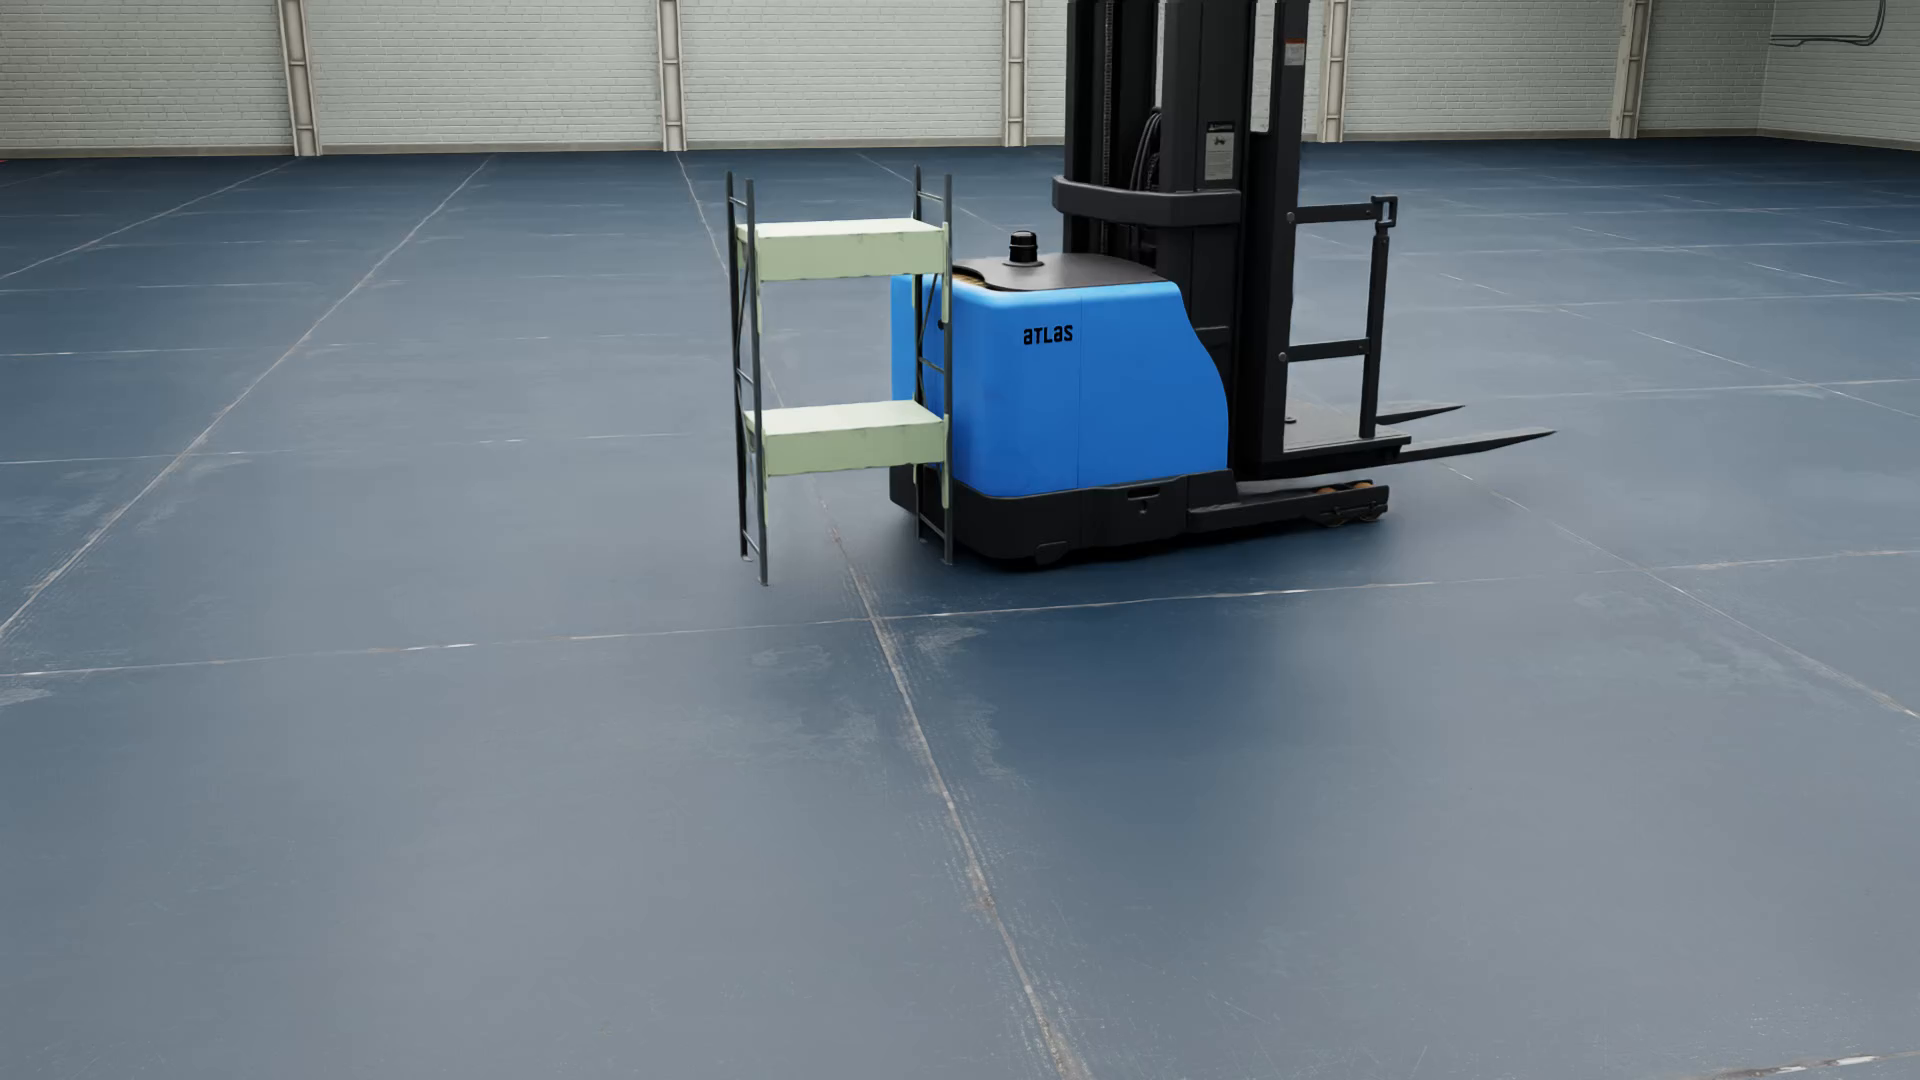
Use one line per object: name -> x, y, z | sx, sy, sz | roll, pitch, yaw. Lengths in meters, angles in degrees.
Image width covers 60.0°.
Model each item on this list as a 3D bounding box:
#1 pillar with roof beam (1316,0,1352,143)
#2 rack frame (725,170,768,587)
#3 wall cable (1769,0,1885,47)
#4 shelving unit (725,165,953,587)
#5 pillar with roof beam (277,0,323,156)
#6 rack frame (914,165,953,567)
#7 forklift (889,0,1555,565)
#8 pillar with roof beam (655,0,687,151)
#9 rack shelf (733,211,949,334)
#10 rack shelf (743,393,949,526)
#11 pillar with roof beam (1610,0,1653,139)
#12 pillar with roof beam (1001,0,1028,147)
pillar with roof beam -> 7.674, -10.458, 25.536 | 0.400, 9.000, 9.100 | -3, 17, -10
rack frame -> -0.796, -0.598, 6.203 | 0.023, 1.500, 0.400 | -6, 18, -18
wall cable -> 15.892, -10.332, 30.413 | 0.112, 2.526, 3.097 | -3, 17, -10
shelving unit -> -0.450, -0.633, 6.317 | 0.755, 1.500, 0.431 | -6, 18, -18
pillar with roof beam -> -9.999, -9.456, 22.272 | 0.400, 9.000, 9.100 | -3, 17, -10
rack frame -> -0.104, -0.668, 6.431 | 0.023, 1.500, 0.400 | -6, 18, -18
forklift -> 1.253, -1.583, 6.973 | 3.031, 2.935, 1.130 | -8, 19, -25
pillar with roof beam -> -4.108, -9.790, 23.360 | 0.400, 9.000, 9.100 | -3, 17, -10
rack shelf -> -0.450, -1.006, 6.202 | 0.720, 0.370, 0.431 | -6, 18, -18
rack shelf -> -0.450, -0.321, 6.413 | 0.720, 0.370, 0.431 | -6, 18, -18
pillar with roof beam -> 13.565, -10.793, 26.624 | 0.400, 9.000, 9.100 | -3, 17, -10
pillar with roof beam -> 1.783, -10.124, 24.448 | 0.400, 9.000, 9.100 | -3, 17, -10
